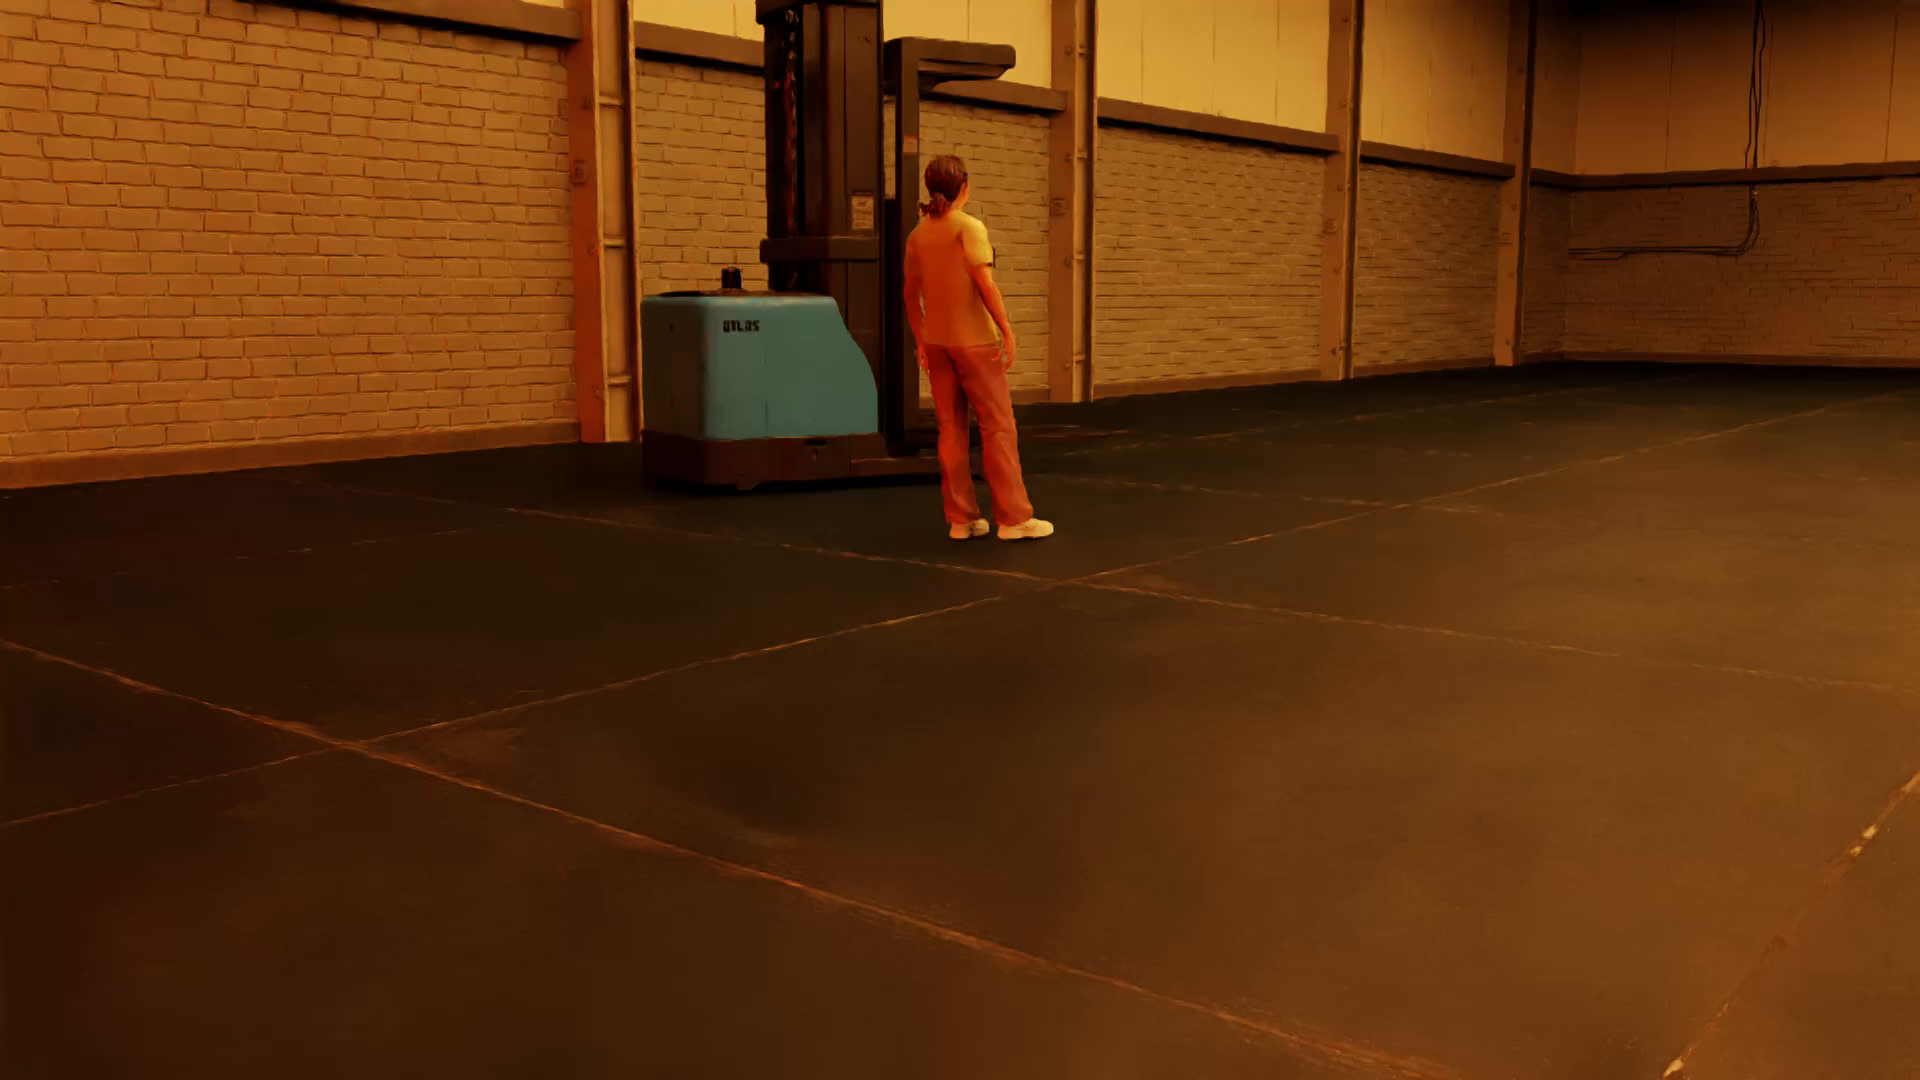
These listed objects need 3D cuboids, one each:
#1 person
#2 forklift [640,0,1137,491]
[{"bbox_3d":[0.055,-0.843,7.333,0.554,1.674,0.548,7,11,38],"label":"person"},{"bbox_3d":[-0.337,-1.850,9.926,3.031,2.935,1.130,-5,10,-31],"label":"forklift"}]
